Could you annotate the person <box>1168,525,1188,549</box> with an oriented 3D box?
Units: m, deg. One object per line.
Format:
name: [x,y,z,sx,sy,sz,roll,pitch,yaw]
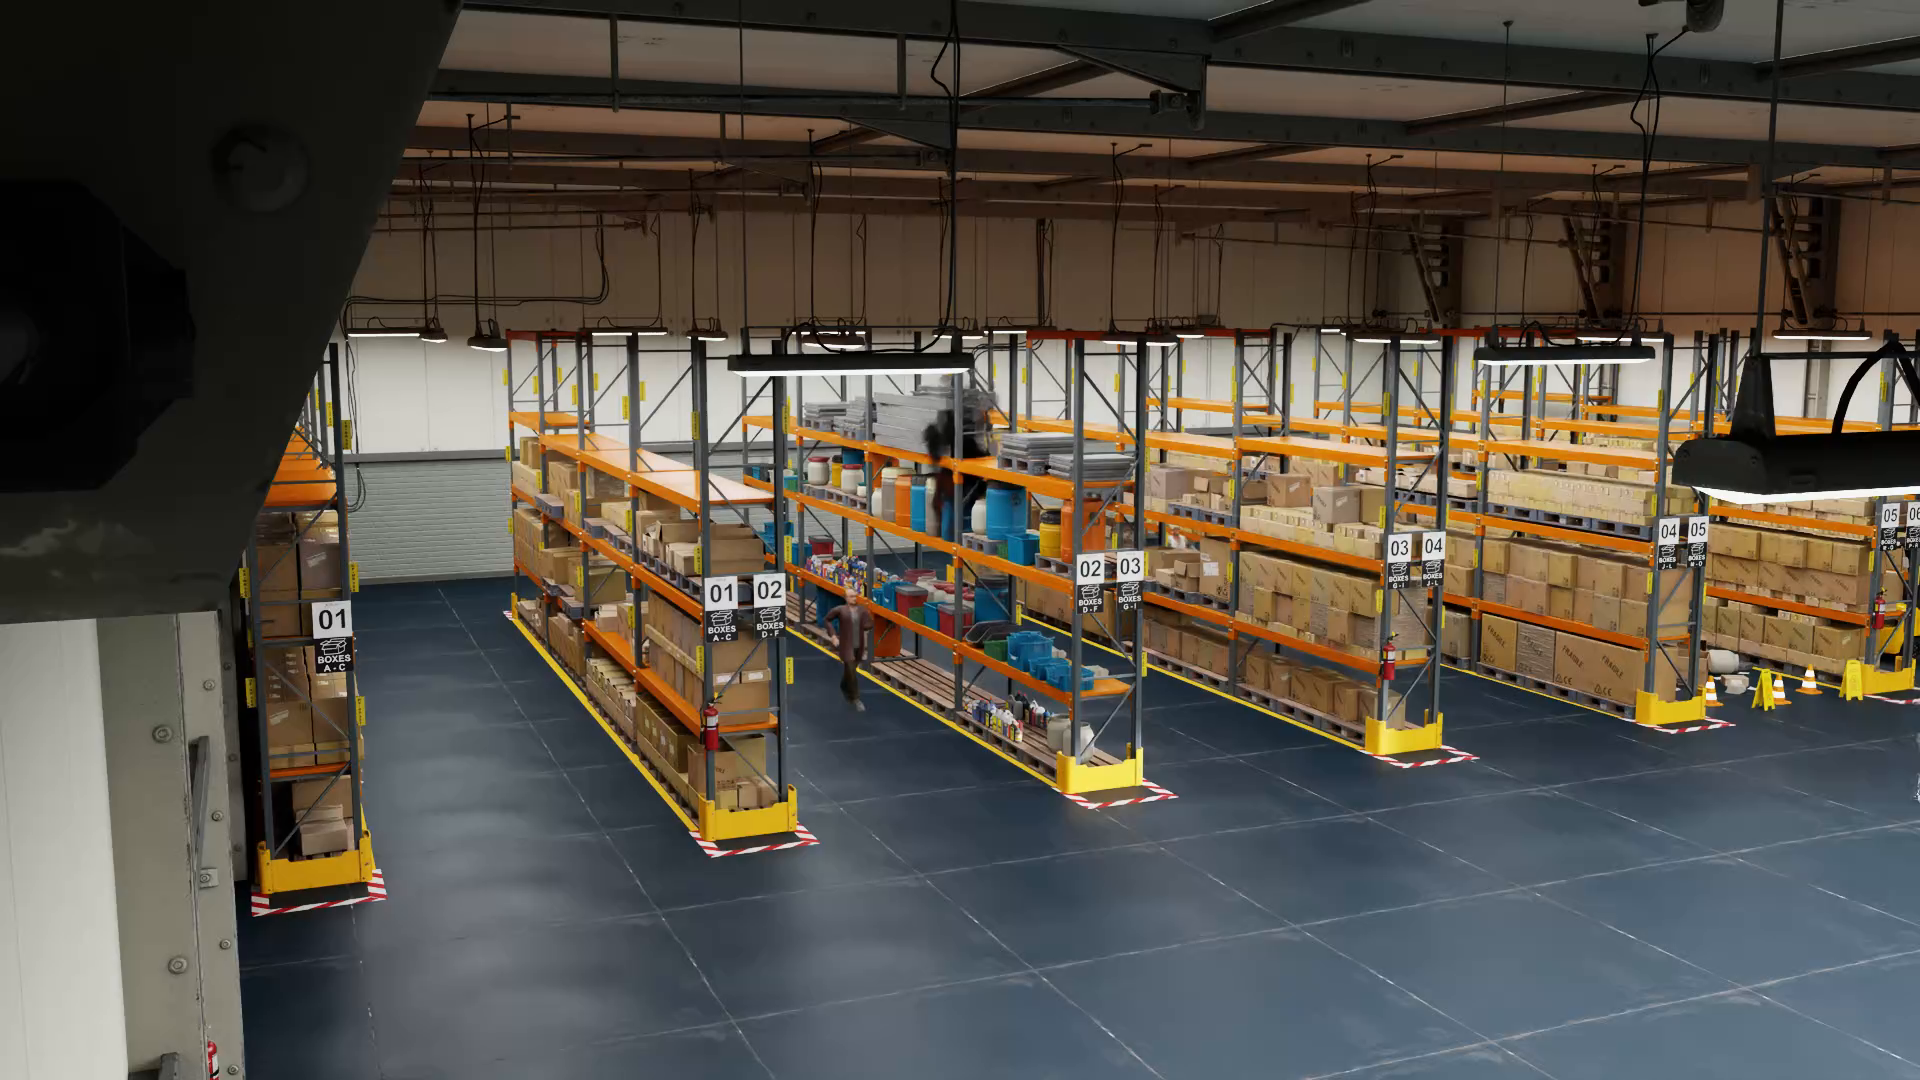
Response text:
person: [4.787,0.504,36.522,0.669,1.742,0.519,-3,8,-18]

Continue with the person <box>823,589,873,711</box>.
person: [-1.667,1.656,25.619,0.687,1.820,0.925,-5,9,-35]

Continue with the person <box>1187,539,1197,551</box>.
person: [5.715,-0.137,41.810,0.634,1.663,0.608,7,10,41]
